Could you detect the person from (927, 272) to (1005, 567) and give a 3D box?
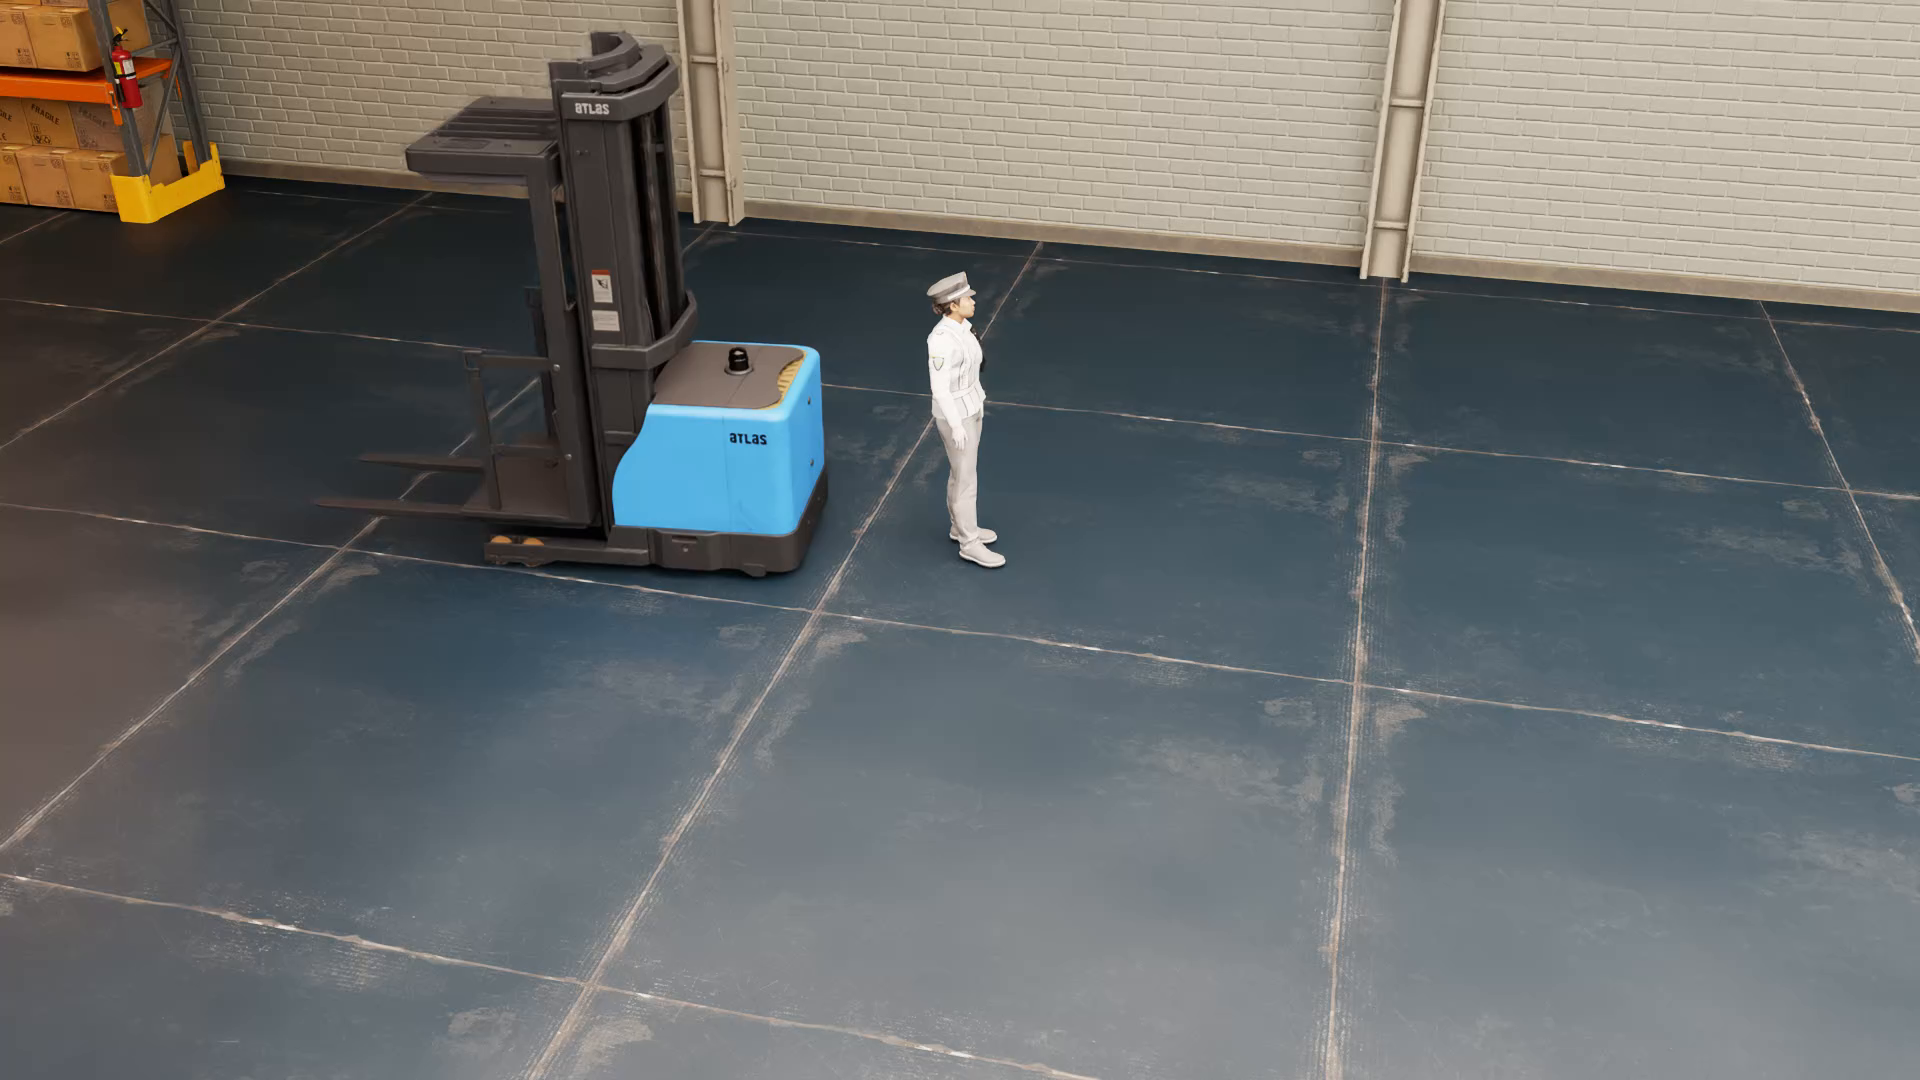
[{"bbox_3d":[0.065,-0.732,9.703,0.531,1.695,0.587,7,30,12],"label":"person"}]

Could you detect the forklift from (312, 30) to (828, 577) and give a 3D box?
[{"bbox_3d":[-2.388,-1.370,9.588,3.031,2.935,1.130,4,30,6],"label":"forklift"}]
